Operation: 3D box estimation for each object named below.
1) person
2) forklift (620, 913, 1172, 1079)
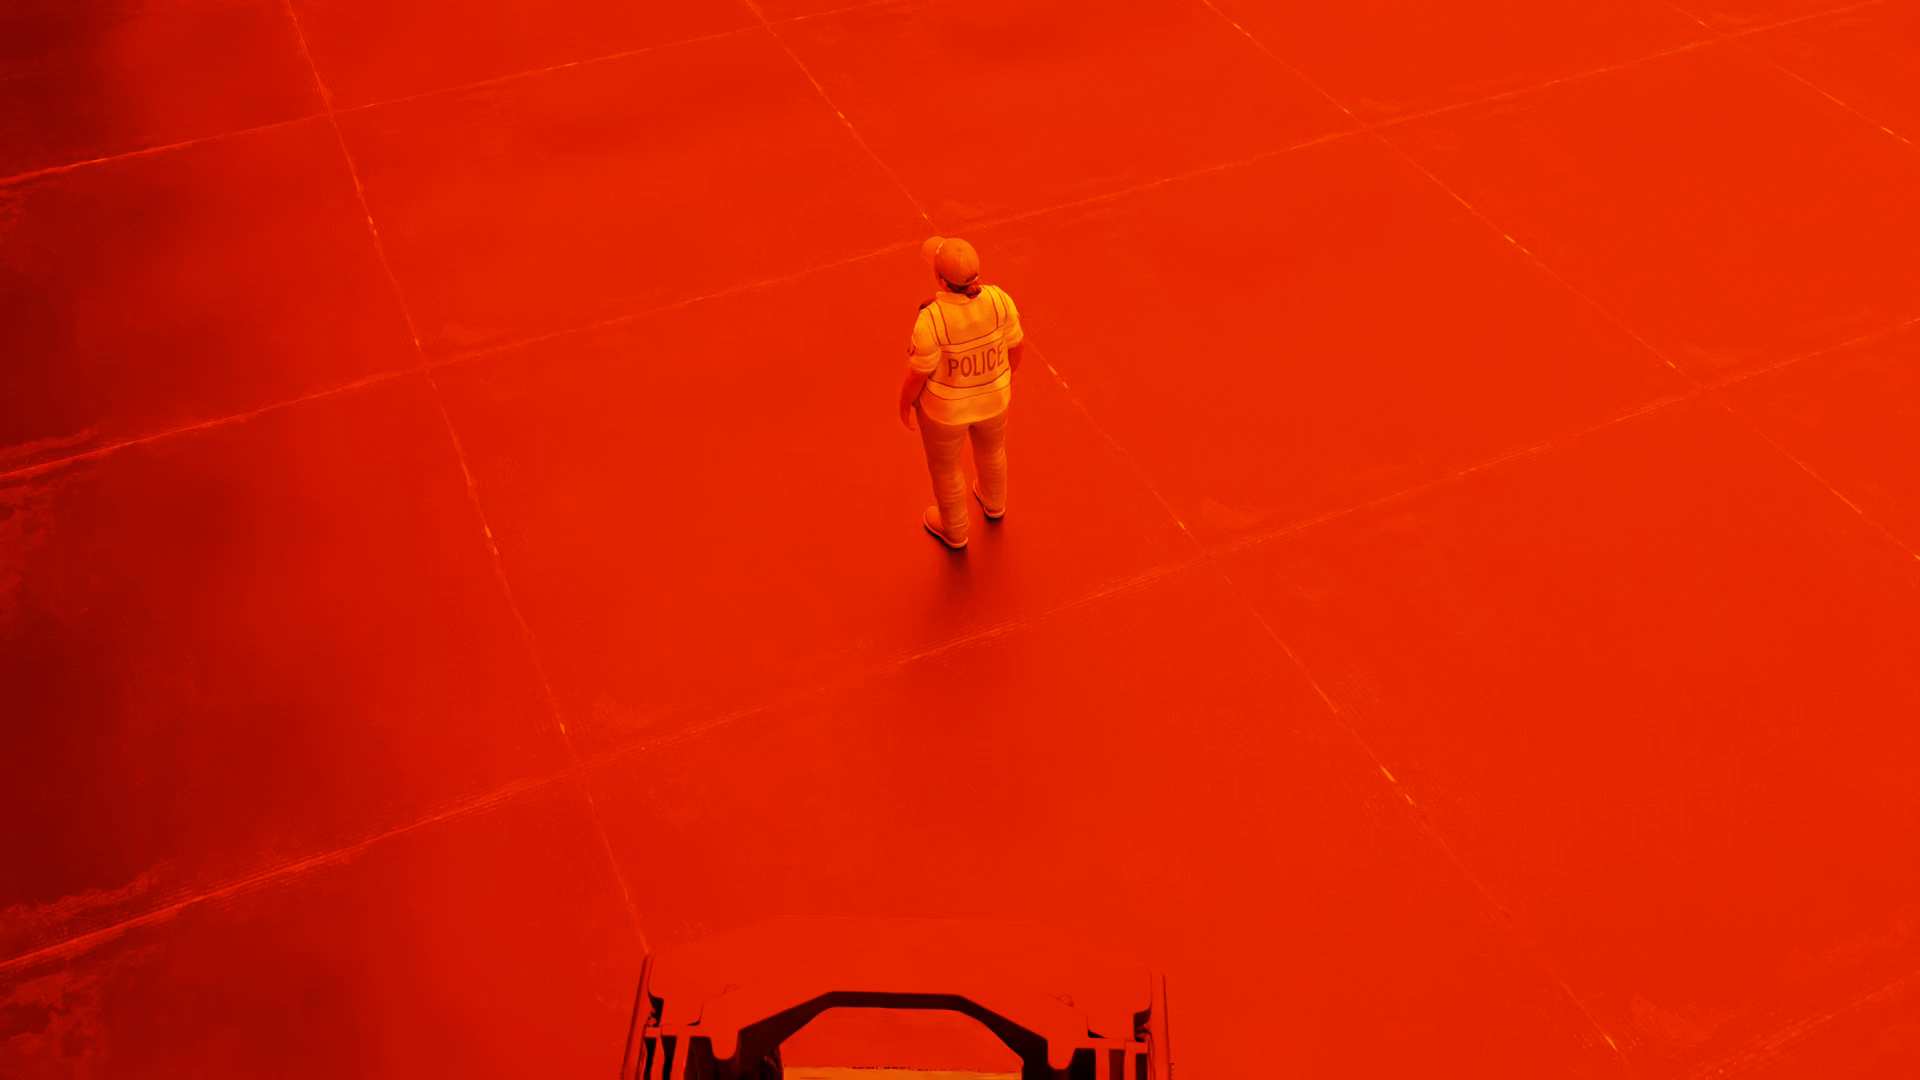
[{"bbox_3d":[-0.011,-0.669,7.312,0.598,1.670,0.529,-18,46,-18],"label":"person"},{"bbox_3d":[-0.126,2.211,3.311,1.130,2.935,3.031,1,43,1],"label":"forklift"}]
